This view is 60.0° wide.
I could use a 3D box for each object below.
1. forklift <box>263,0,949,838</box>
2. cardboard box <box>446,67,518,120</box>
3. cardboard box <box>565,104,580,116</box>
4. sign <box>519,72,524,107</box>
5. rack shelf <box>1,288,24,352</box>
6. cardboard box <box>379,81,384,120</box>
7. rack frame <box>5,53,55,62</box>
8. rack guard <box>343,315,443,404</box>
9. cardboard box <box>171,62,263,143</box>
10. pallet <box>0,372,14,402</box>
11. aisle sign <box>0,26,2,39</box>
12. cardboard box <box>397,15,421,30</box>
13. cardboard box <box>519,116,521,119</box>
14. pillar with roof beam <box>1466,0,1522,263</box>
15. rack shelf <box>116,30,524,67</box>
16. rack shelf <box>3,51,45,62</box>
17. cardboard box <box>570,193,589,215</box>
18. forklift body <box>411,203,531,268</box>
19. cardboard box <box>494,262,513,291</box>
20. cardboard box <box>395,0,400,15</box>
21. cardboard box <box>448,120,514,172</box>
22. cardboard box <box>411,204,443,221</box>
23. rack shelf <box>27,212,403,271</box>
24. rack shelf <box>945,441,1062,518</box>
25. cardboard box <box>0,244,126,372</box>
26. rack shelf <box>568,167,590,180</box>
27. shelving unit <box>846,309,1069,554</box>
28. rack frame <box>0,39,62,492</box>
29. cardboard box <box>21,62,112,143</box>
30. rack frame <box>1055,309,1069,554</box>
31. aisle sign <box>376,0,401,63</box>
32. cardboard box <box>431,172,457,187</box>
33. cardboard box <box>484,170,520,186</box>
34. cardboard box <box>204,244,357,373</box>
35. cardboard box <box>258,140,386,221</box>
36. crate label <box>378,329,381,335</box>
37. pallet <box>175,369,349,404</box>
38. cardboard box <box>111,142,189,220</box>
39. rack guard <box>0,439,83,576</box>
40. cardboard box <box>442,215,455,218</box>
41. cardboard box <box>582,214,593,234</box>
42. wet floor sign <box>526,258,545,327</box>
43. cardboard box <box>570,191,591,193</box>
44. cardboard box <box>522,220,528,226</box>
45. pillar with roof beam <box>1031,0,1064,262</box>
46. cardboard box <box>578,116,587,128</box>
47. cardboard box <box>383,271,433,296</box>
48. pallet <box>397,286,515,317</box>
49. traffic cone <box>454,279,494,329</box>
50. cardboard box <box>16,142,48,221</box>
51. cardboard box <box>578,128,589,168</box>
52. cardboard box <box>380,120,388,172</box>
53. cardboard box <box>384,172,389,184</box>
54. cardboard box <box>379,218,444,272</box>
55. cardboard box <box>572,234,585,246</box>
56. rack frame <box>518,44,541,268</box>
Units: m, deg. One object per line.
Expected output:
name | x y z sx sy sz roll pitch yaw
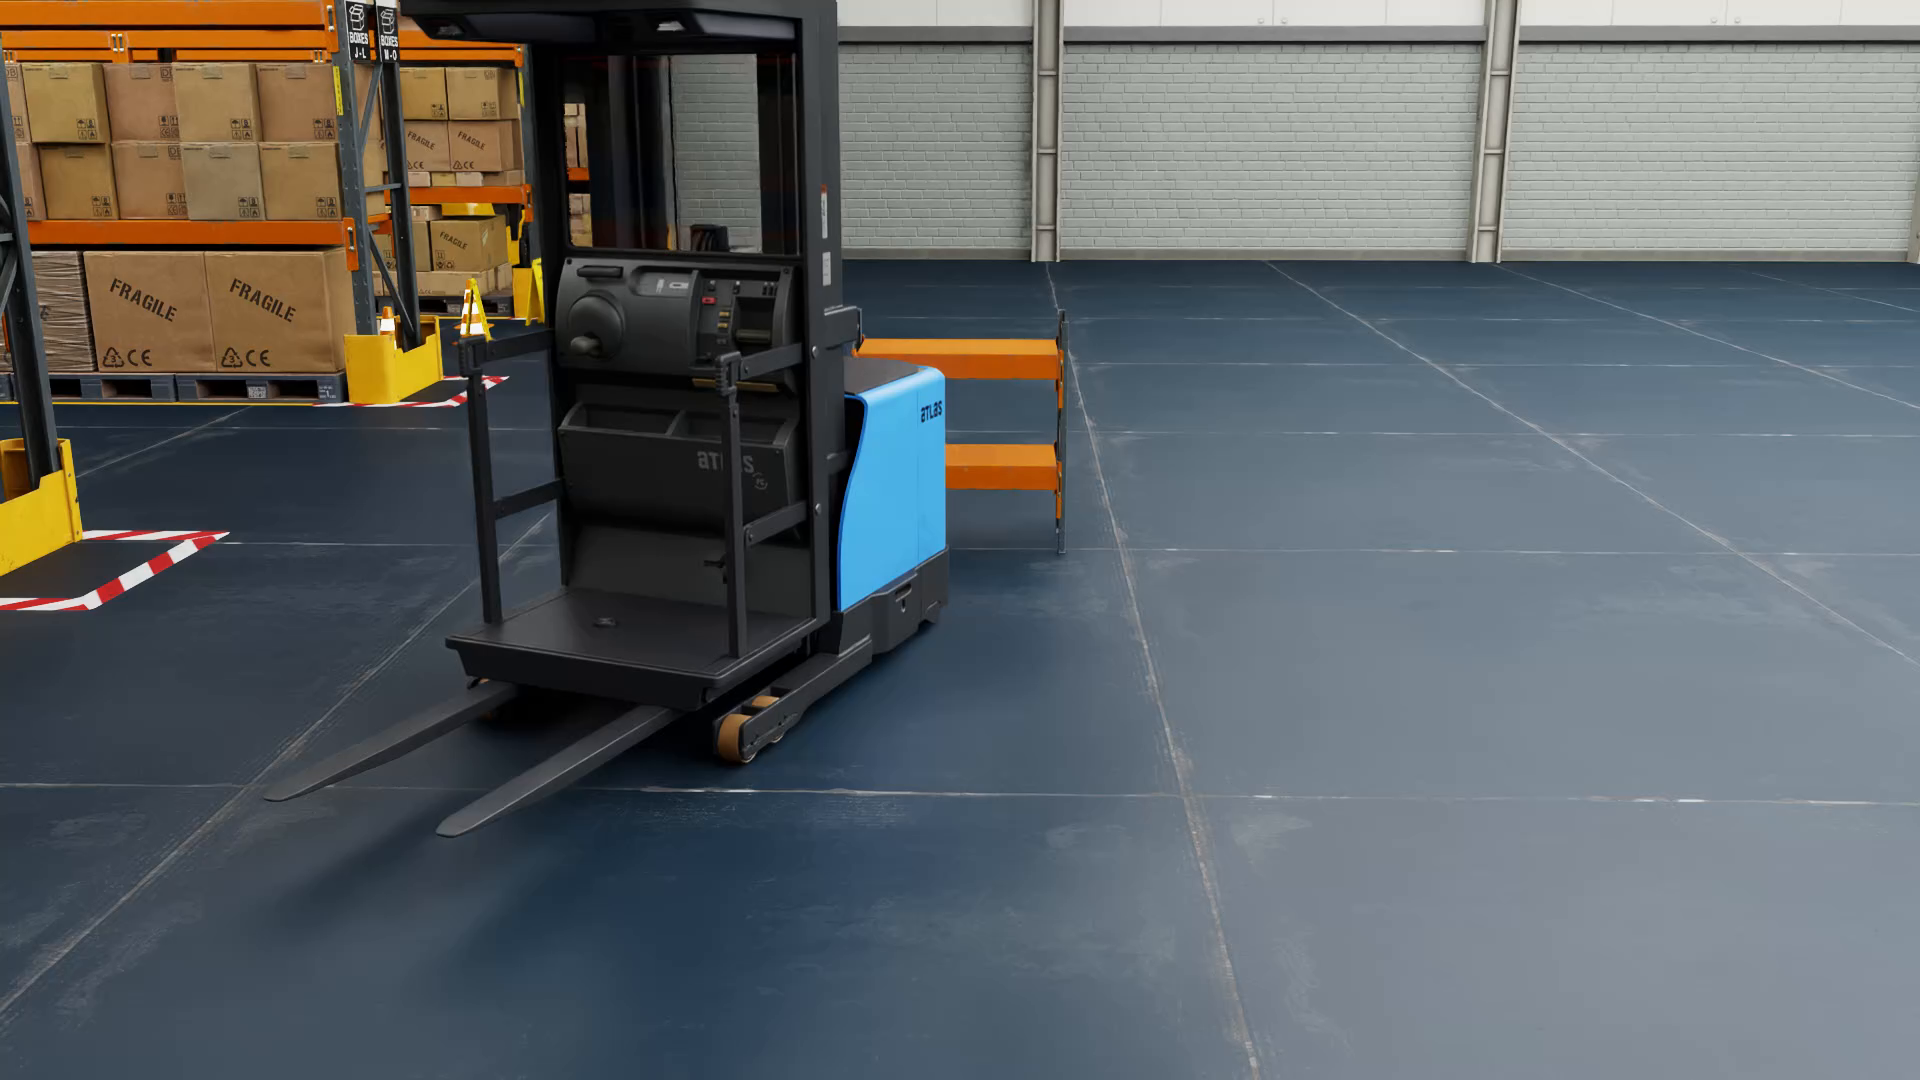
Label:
forklift | -1.083 -0.796 5.613 1.130 2.935 3.031 6 16 22
cardboard box | -4.786 -4.473 16.674 0.500 0.500 0.700 0 15 0
cardboard box | -5.019 -5.558 21.477 0.250 0.149 0.380 1 15 3
sign | -4.304 -4.421 16.327 0.005 0.325 0.100 0 15 1
rack shelf | -6.522 -0.987 7.613 4.000 0.370 1.077 0 15 1
cardboard box | -5.804 -4.455 16.607 0.500 0.500 0.700 0 15 1
rack frame | -12.144 -5.168 22.046 0.127 3.000 1.000 0 15 1
rack guard | -4.271 -1.378 12.582 0.348 0.500 1.175 0 15 1
cardboard box | -5.217 -3.174 12.078 0.550 0.550 0.875 0 15 1
pallet | -7.535 -1.239 12.624 1.213 0.211 1.003 0 15 1
aisle sign | -4.453 -2.655 7.429 0.004 0.787 0.394 0 15 1
cardboard box | -5.399 -5.132 16.523 0.250 0.149 0.380 0 15 2
cardboard box | -5.530 -5.414 21.512 0.250 0.149 0.380 0 15 0
pillar with roof beam | 7.067 -7.074 17.514 0.400 9.000 9.100 0 15 1
rack shelf | -6.269 -4.965 16.809 4.000 0.370 1.077 0 15 1
rack shelf | -14.143 -6.283 21.805 4.000 0.370 1.077 0 15 1
cardboard box | -5.125 -4.398 21.735 0.500 0.250 0.500 1 15 2
forklift body | -6.089 -4.252 20.241 1.214 2.155 2.313 0 15 1
cardboard box | -5.069 -2.799 17.635 0.500 0.250 0.500 0 15 1
cardboard box | -5.290 -5.313 16.428 0.500 0.250 0.500 0 15 1
cardboard box | -4.819 -3.975 16.747 0.500 0.500 0.500 0 15 0
cardboard box | -5.446 -3.323 16.882 0.250 0.149 0.380 1 15 3
rack shelf | -6.294 -2.252 12.405 4.000 0.370 1.077 0 15 1
rack shelf | -0.007 -0.308 8.259 1.000 0.278 0.538 0 15 1
cardboard box | -6.765 -1.761 12.478 0.875 0.875 0.875 0 15 2
rack shelf | -6.146 -4.781 21.990 4.000 0.370 1.077 0 15 1
shelving unit | -0.007 -0.544 8.197 1.048 1.125 0.538 0 15 1
rack frame | -4.523 -1.322 7.472 0.127 3.000 1.000 0 15 1
cardboard box | -6.306 -3.182 12.110 0.500 0.550 0.875 0 15 1
rack frame | 0.501 -0.541 8.184 0.032 1.125 0.500 0 15 1
aisle sign | -4.216 -3.920 12.220 0.004 0.787 0.394 0 15 1
cardboard box | -5.161 -3.656 16.811 0.250 0.149 0.380 0 15 0
cardboard box | -4.649 -3.676 16.885 0.250 0.149 0.380 1 15 3
cardboard box | -4.974 -1.750 12.434 0.875 0.875 0.875 0 15 2
cardboard box | -4.667 -2.650 12.210 0.550 0.550 0.875 0 15 1
crate label | -5.208 -1.843 15.058 0.298 0.136 0.250 -8 17 -28
pallet | -5.096 -1.223 12.564 1.213 0.211 1.003 0 15 1
cardboard box | -5.774 -2.684 12.338 0.550 0.550 0.875 0 15 1
rack guard | -4.598 -0.114 7.793 0.348 0.500 1.175 0 15 1
cardboard box | -5.615 -3.164 17.548 0.500 0.500 0.500 0 15 -1
cardboard box | -4.641 -4.154 21.792 0.500 0.250 0.500 0 15 1
wet floor sign | -4.107 -2.437 16.312 0.232 0.644 0.267 6 16 21
cardboard box | -5.122 -4.526 22.222 0.500 0.250 0.500 0 15 2
cardboard box | -5.659 -4.158 21.807 0.500 0.250 0.500 0 15 0
pillar with roof beam | 1.069 -7.114 17.663 0.400 9.000 9.100 0 15 1
cardboard box | -4.756 -5.402 21.469 0.250 0.149 0.380 1 15 2
cardboard box | -5.602 -2.665 17.128 0.500 0.250 0.500 0 15 2
pallet | -5.157 -2.516 17.463 1.213 0.211 1.003 0 15 1
traffic cone | -4.732 -2.297 16.138 0.334 0.463 0.336 0 15 1
cardboard box | -6.837 -2.654 12.227 0.550 0.550 0.875 0 15 1
cardboard box | -4.645 -5.100 21.594 0.500 0.500 0.500 0 15 0
cardboard box | -5.820 -3.984 16.780 0.500 0.500 0.500 0 15 1
cardboard box | -5.671 -3.688 16.931 0.250 0.149 0.380 1 15 2
cardboard box | -5.599 -3.027 17.030 0.500 0.500 0.500 1 15 4
cardboard box | -5.121 -3.917 21.874 0.500 0.250 0.500 0 15 1
rack frame | -4.269 -3.850 17.051 0.127 3.000 1.000 0 15 1
